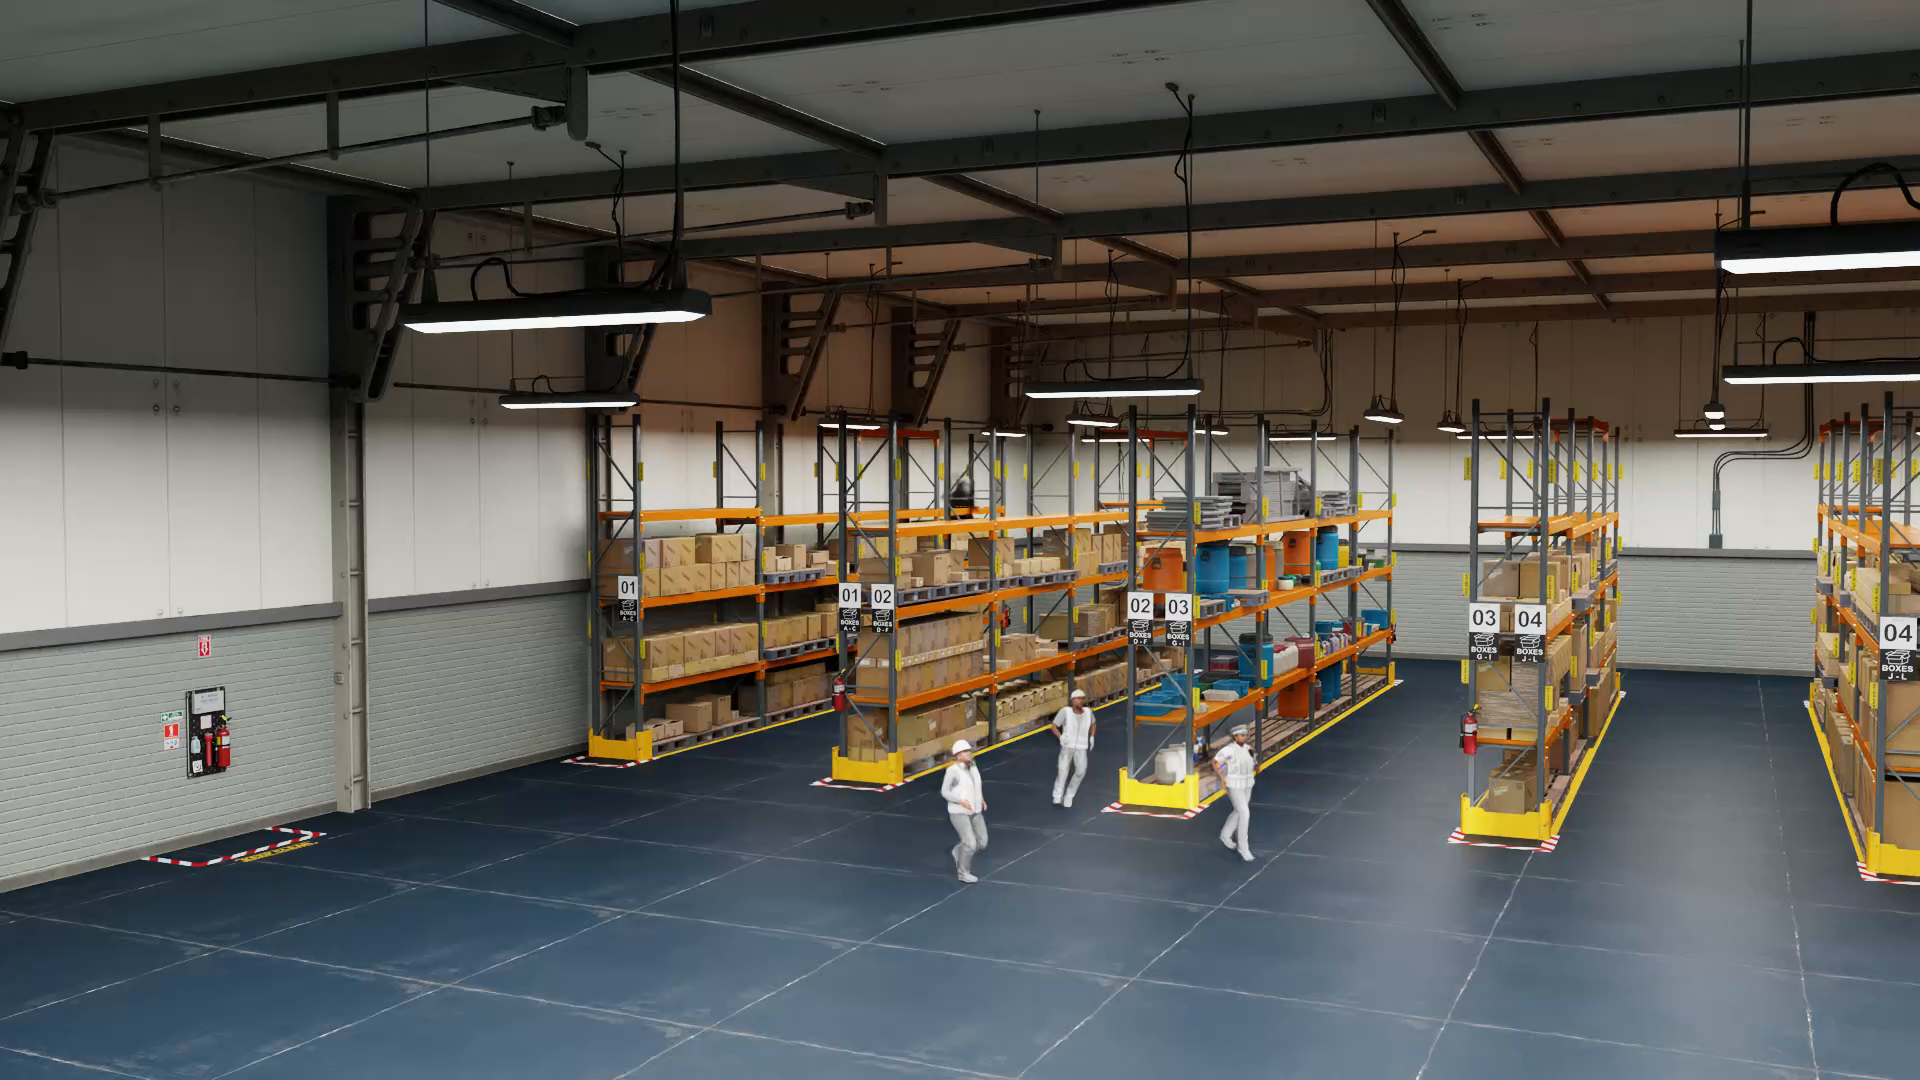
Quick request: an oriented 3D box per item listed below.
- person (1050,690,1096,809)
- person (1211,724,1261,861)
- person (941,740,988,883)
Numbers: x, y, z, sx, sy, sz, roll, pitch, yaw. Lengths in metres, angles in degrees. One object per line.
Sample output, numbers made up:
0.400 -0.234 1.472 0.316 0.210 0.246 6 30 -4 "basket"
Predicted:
1.709 3.104 24.771 0.729 1.756 0.643 0 2 -8 "person"
3.628 3.261 21.669 0.549 1.755 0.764 -2 3 -36 "person"
0.064 3.302 20.292 0.606 1.722 0.656 2 3 44 "person"
